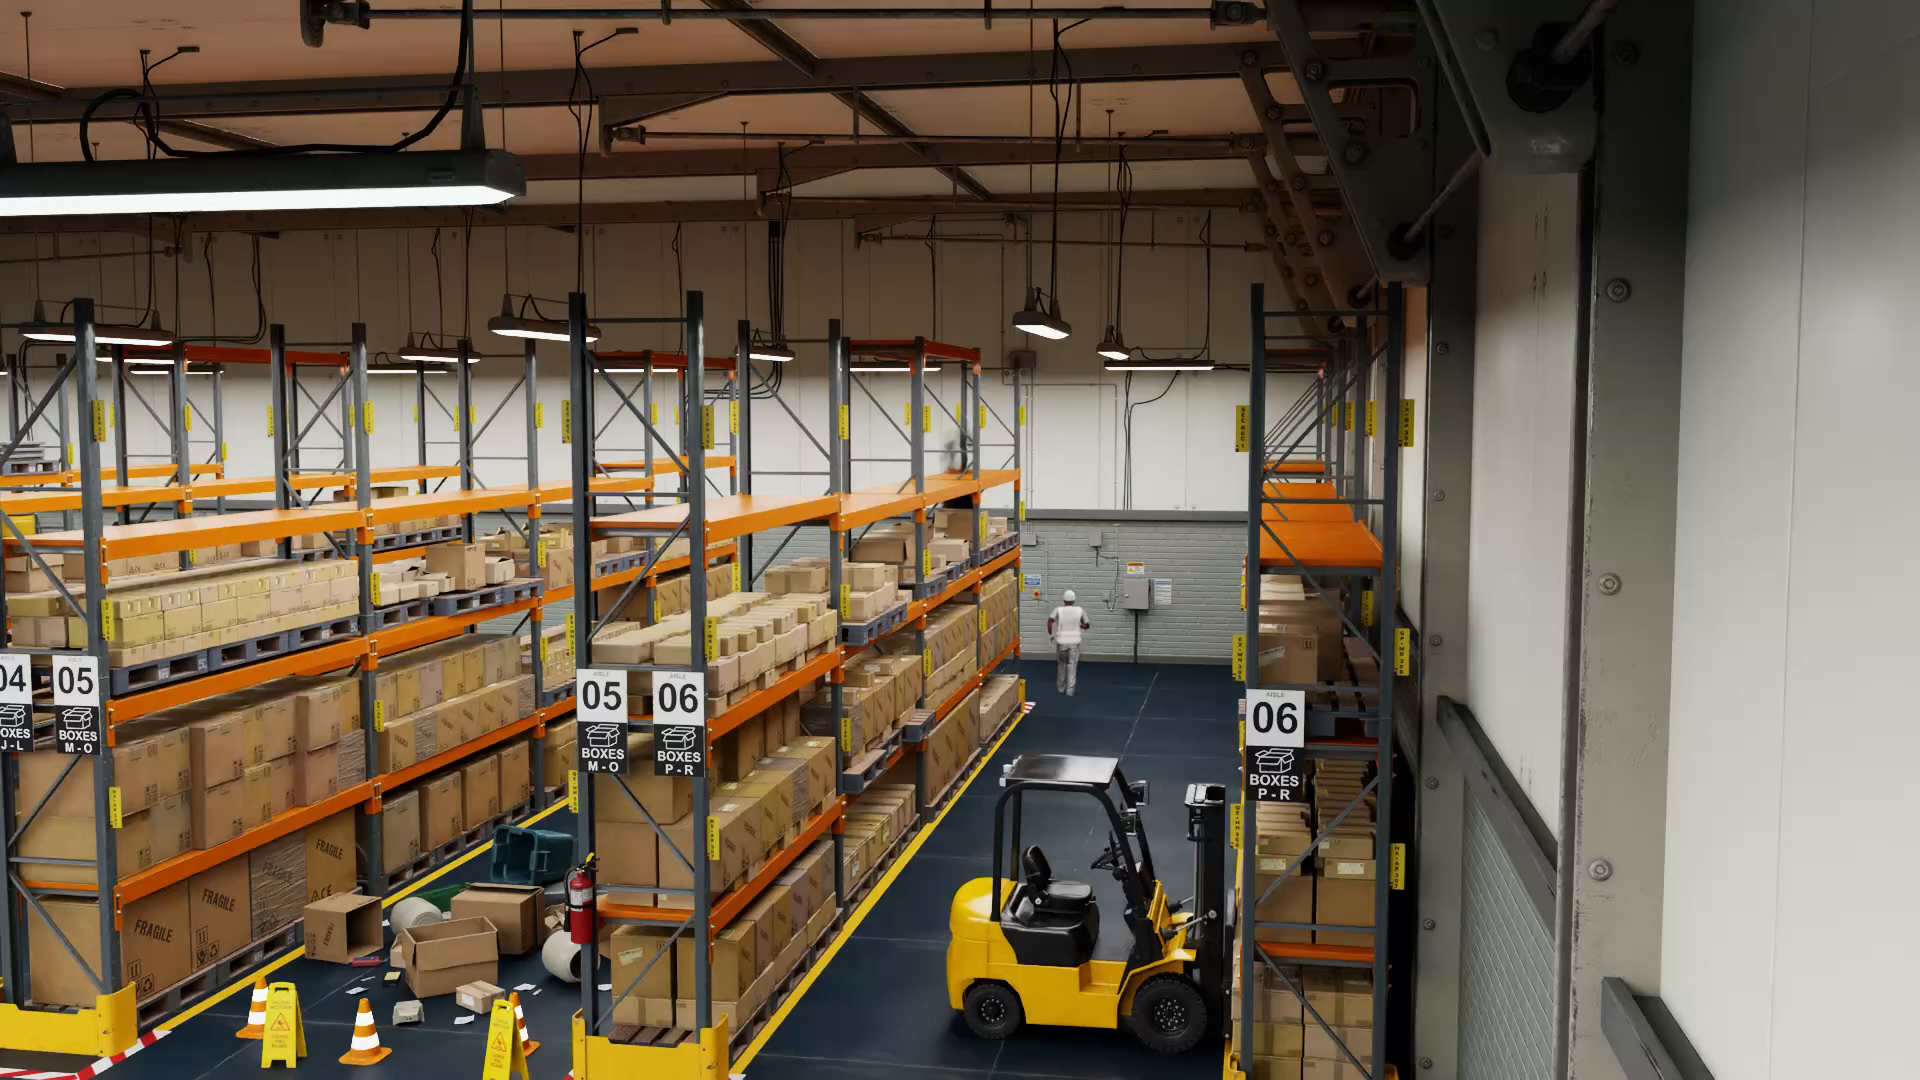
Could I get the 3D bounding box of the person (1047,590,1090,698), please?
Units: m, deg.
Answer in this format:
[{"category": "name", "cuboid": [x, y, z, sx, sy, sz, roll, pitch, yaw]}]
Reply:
[{"category": "person", "cuboid": [1.826, 1.769, 27.765, 0.682, 1.853, 0.836, 0, 5, 6]}]
